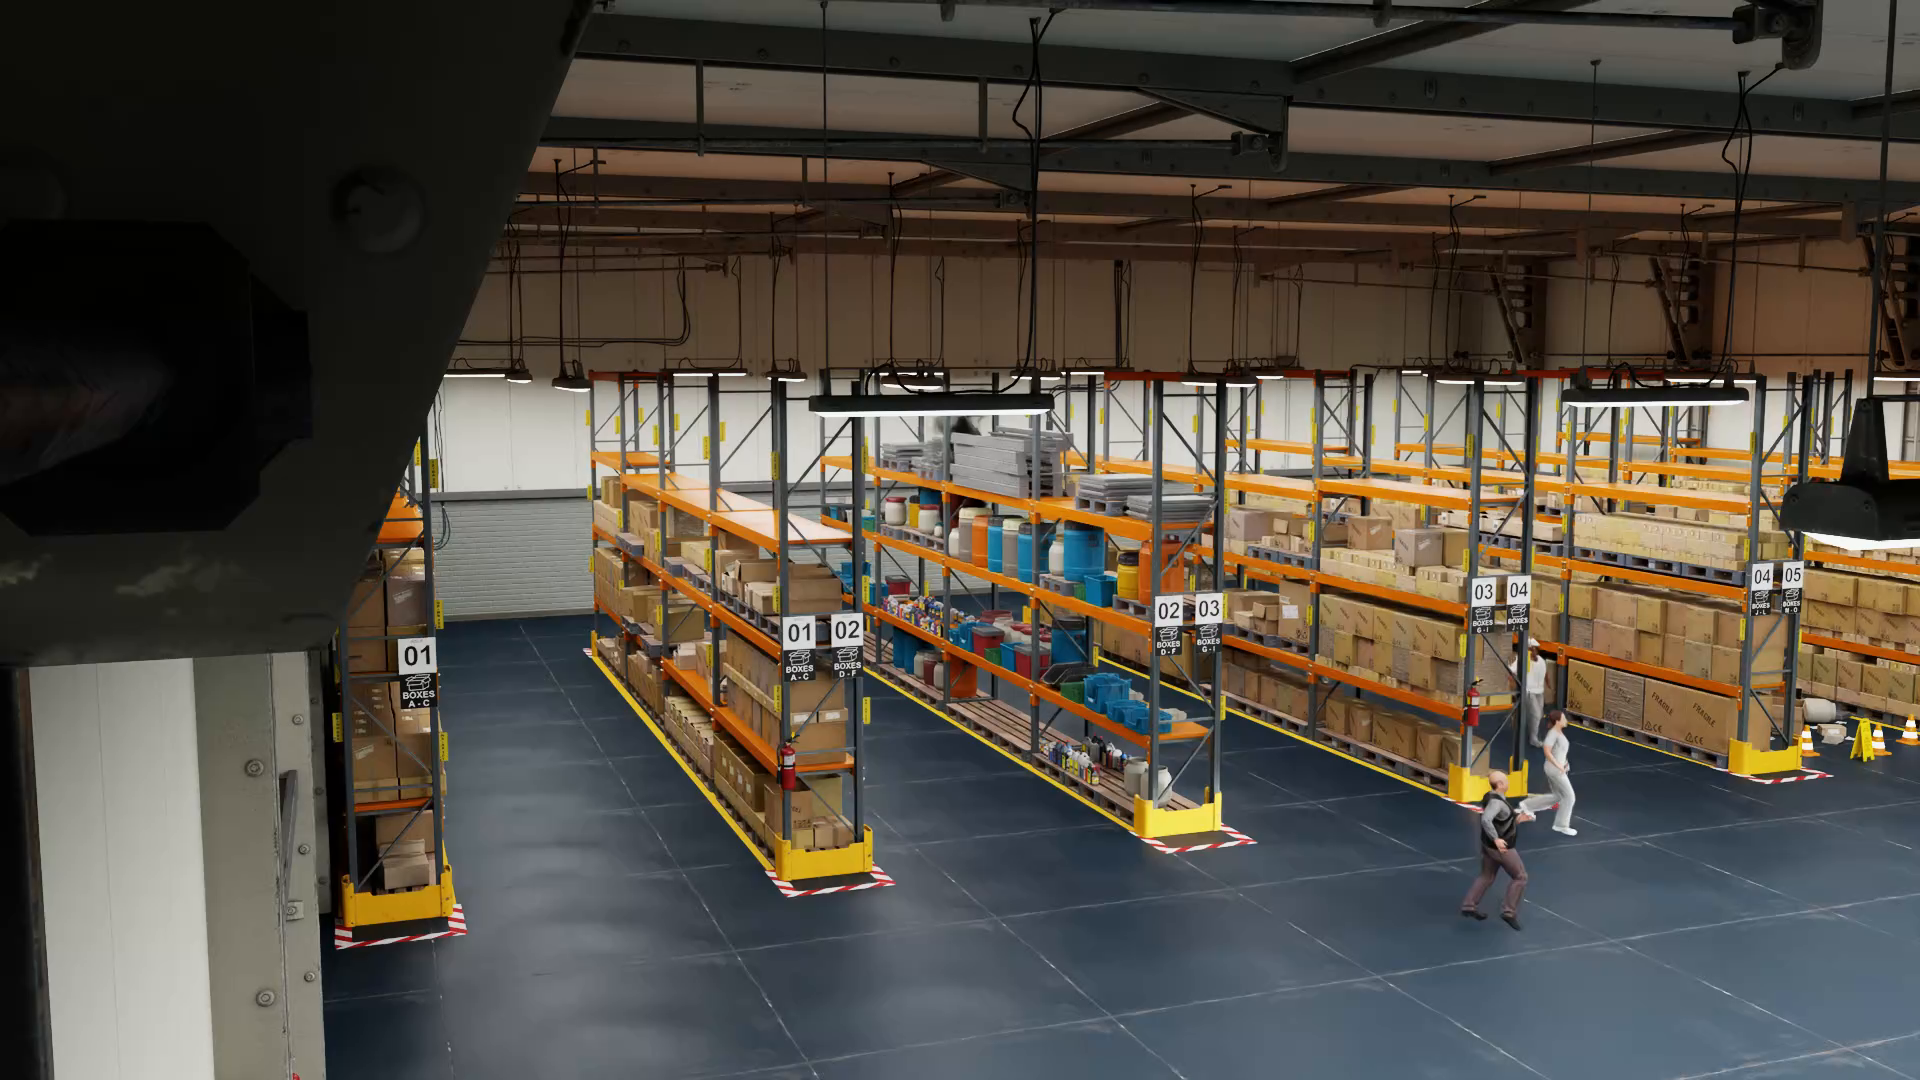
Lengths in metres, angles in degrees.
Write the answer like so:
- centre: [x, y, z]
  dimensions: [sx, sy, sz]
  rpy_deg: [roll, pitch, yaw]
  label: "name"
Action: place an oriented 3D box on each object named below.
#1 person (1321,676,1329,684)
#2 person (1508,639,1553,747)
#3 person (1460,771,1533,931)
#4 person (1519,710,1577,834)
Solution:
- centre: [6.850, 2.060, 31.450]
  dimensions: [0.537, 1.561, 0.589]
  rpy_deg: [-4, 7, -31]
  label: "person"
- centre: [9.246, 2.456, 27.024]
  dimensions: [0.739, 1.734, 0.795]
  rpy_deg: [-3, 7, -27]
  label: "person"
- centre: [5.949, 3.435, 18.381]
  dimensions: [0.752, 1.780, 0.624]
  rpy_deg: [0, 6, -1]
  label: "person"
- centre: [7.860, 3.063, 22.163]
  dimensions: [0.747, 1.635, 0.594]
  rpy_deg: [3, 7, 24]
  label: "person"
